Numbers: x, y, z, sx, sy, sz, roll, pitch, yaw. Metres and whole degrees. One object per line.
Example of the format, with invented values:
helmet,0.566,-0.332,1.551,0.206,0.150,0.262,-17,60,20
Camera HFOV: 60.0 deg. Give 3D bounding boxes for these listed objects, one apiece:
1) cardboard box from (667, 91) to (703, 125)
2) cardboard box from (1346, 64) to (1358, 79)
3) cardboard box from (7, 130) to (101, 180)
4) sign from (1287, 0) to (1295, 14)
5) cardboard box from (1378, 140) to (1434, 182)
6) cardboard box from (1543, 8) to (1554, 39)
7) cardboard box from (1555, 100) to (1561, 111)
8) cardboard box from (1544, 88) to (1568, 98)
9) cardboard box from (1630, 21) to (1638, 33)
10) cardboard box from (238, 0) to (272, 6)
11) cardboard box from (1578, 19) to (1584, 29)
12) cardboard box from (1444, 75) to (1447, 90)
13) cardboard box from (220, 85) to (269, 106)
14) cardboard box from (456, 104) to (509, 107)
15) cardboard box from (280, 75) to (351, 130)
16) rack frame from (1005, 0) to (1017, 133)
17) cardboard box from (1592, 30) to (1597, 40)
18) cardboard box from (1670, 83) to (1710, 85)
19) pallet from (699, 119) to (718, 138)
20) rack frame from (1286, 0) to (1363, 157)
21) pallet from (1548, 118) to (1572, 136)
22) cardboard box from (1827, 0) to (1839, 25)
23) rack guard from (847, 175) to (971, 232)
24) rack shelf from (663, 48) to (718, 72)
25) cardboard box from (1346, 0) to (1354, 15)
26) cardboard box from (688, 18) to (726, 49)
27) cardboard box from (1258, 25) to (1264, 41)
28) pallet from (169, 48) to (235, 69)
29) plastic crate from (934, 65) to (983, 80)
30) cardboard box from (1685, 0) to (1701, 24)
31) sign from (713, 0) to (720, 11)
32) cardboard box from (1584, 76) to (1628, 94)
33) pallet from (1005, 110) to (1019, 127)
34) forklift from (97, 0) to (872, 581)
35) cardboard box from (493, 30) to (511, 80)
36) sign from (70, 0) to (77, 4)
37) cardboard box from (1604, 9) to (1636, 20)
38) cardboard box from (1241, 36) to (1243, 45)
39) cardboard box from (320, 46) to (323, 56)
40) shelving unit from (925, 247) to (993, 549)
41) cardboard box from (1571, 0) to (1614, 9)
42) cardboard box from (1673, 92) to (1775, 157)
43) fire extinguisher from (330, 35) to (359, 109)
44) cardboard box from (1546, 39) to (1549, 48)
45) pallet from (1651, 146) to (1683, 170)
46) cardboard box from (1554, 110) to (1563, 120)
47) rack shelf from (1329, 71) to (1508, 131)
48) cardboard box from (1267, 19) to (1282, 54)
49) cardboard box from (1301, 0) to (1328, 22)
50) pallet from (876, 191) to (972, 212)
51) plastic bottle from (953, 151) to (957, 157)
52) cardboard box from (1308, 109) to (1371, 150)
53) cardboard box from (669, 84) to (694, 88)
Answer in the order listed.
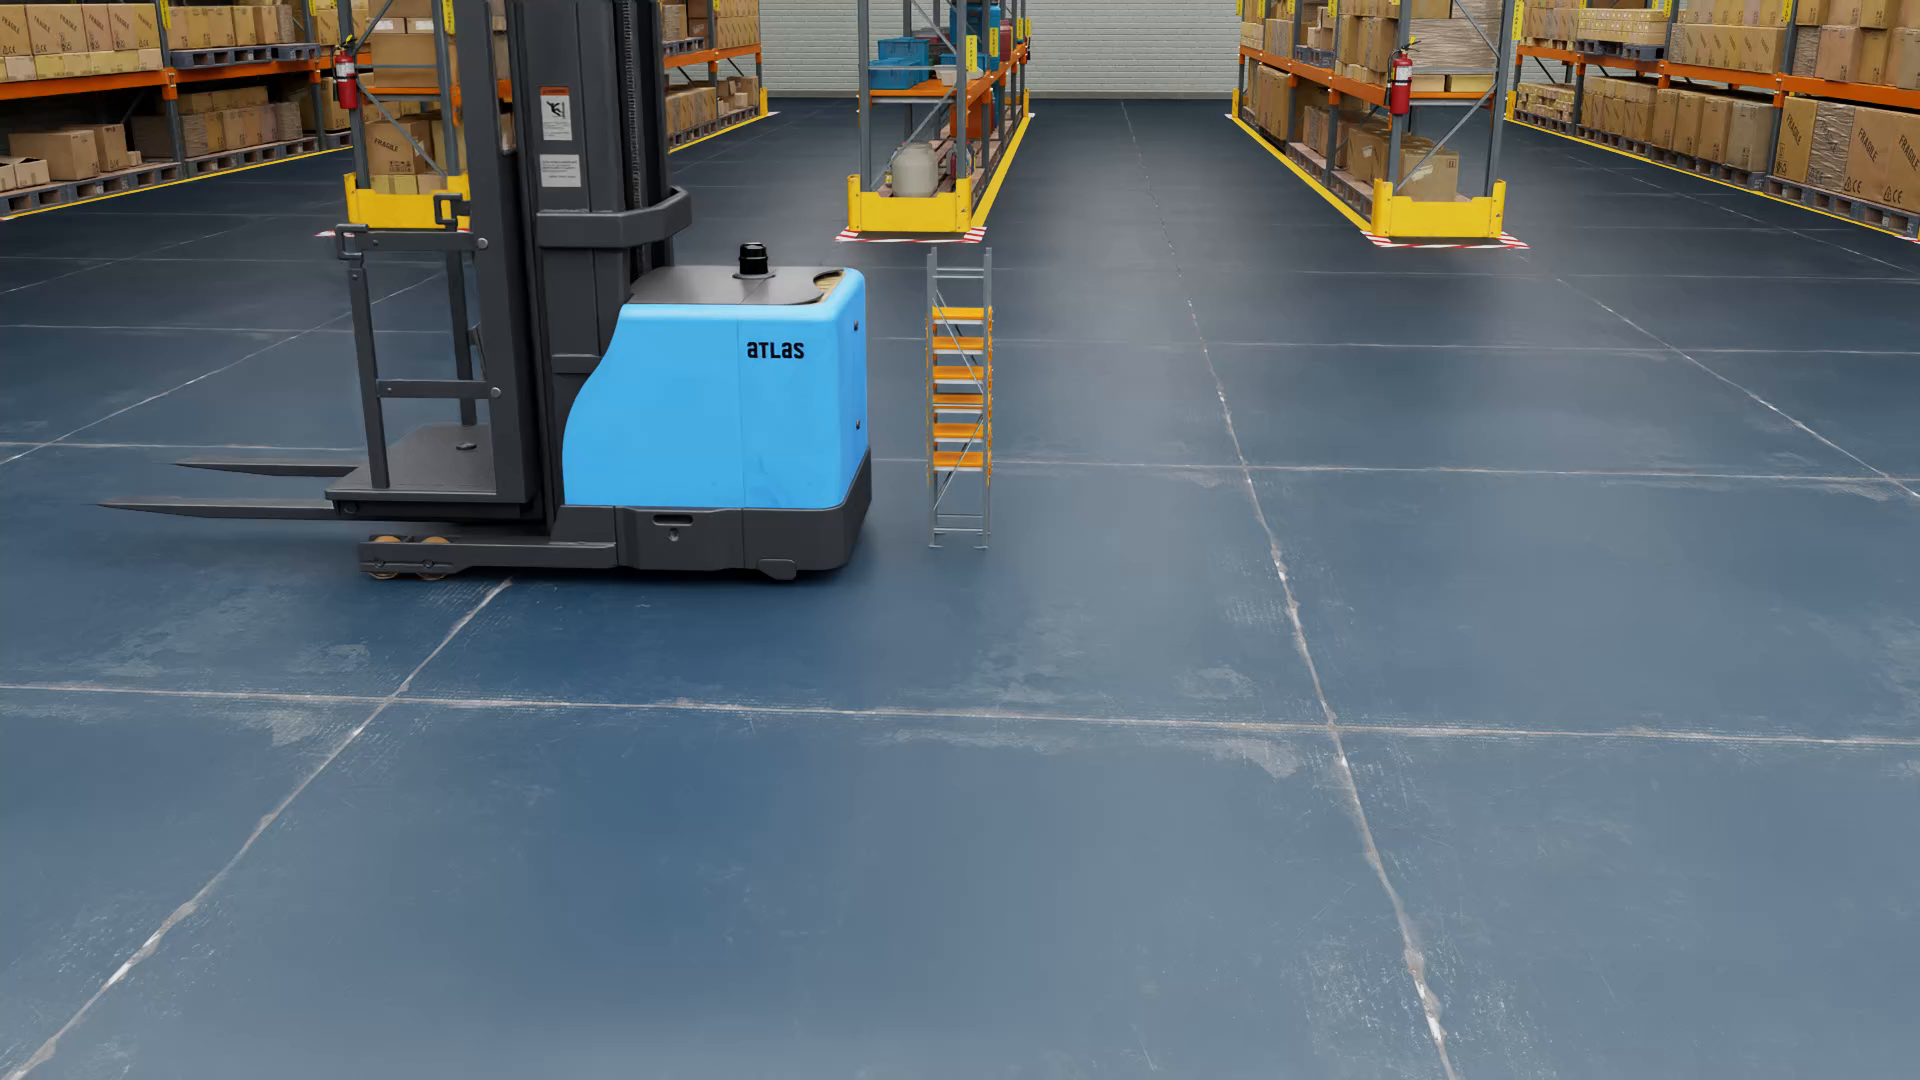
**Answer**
cardboard box,-4.352,-6.802,26.171,0.500,0.500,0.500,2,18,5
cardboard box,4.381,-5.053,17.929,0.380,0.149,0.250,1,18,4
cardboard box,-10.041,-4.269,18.443,0.700,0.500,0.500,0,18,0
sign,4.518,-7.346,22.665,0.100,0.325,0.005,1,18,4
cardboard box,4.632,-3.886,17.304,0.500,0.500,0.500,3,18,9
cardboard box,10.186,-8.706,28.036,0.500,0.500,0.500,1,18,2
cardboard box,10.013,-7.144,27.334,0.380,0.149,0.250,1,18,2
cardboard box,10.085,-7.535,28.051,0.380,0.149,0.250,1,18,2
cardboard box,9.627,-7.192,23.307,0.380,0.149,0.250,2,18,5
cardboard box,-9.753,-7.473,23.003,0.380,0.149,0.250,-2,18,-5
cardboard box,9.811,-7.994,25.754,0.380,0.149,0.250,2,18,5
cardboard box,4.794,-4.341,15.757,0.380,0.149,0.250,1,18,4
cardboard box,-9.853,-6.093,22.805,0.500,0.250,0.500,2,18,5
cardboard box,-5.469,-4.721,19.051,0.500,0.500,0.500,1,18,4
cardboard box,-9.566,-6.520,24.781,0.750,0.750,0.750,1,18,3
rack frame,0.418,-8.137,26.940,1.000,3.000,0.127,1,18,4
cardboard box,9.757,-7.611,25.063,0.380,0.149,0.250,1,18,4
cardboard box,10.339,-6.377,23.702,0.500,0.250,0.500,1,18,3
pallet,-4.543,-6.670,26.942,1.003,0.211,1.213,1,18,4
rack frame,5.072,-6.785,22.811,1.000,3.000,0.127,1,18,4
pallet,10.311,-6.769,27.242,1.003,0.211,1.213,1,18,4
cardboard box,9.741,-5.697,17.518,0.875,0.550,0.550,1,18,4
rack guard,-0.483,-3.247,16.030,1.175,0.500,0.348,1,18,4
rack shelf,-4.665,-7.286,25.497,1.077,0.370,4.000,1,18,4
cardboard box,4.465,-5.917,17.919,0.500,0.500,0.500,1,18,4
cardboard box,-4.214,-8.449,27.730,0.500,0.500,0.500,2,18,5
cardboard box,5.128,-8.240,27.016,0.500,0.250,0.500,1,18,3
pallet,-9.837,-6.017,20.776,1.003,0.211,1.213,1,18,4
plastic crate,-0.019,-5.017,17.842,0.530,0.136,0.437,1,18,4
cardboard box,9.970,-7.026,21.781,0.700,0.500,0.500,1,18,4
sign,-3.968,-8.788,27.066,0.100,0.325,0.005,1,18,4
cardboard box,9.982,-7.029,25.693,0.500,0.250,0.500,0,18,1
pallet,0.517,-7.421,29.233,1.003,0.211,1.213,1,18,4
forklift,-1.923,-1.399,6.485,3.031,2.935,1.130,1,18,3
cardboard box,-5.228,-5.195,17.800,0.700,0.500,0.500,2,18,6
sign,-10.591,-6.435,19.886,0.100,0.325,0.005,1,18,4
cardboard box,9.720,-7.734,24.482,0.380,0.149,0.250,2,18,6
cardboard box,5.291,-9.047,30.119,0.380,0.149,0.250,1,18,5
cardboard box,-9.495,-7.103,24.156,0.380,0.149,0.250,1,18,3
shelving unit,-0.001,-0.566,6.722,0.258,1.200,0.189,1,18,4
cardboard box,10.062,-8.701,26.415,0.500,0.500,0.500,1,18,2
cardboard box,9.819,-5.314,21.262,1.050,0.750,0.750,2,18,5
fire extinguisher,-5.854,-4.459,15.838,0.296,0.674,0.183,1,18,4
cardboard box,10.174,-8.429,28.232,0.380,0.149,0.250,2,18,6
pallet,9.880,-5.074,22.069,1.003,0.211,1.213,1,18,4
cardboard box,10.043,-7.021,27.438,0.380,0.149,0.250,1,18,2
rack shelf,4.642,-4.579,17.236,1.077,0.370,4.000,1,18,4
cardboard box,5.041,-7.781,25.691,0.500,0.500,0.500,1,18,4
cardboard box,5.140,-7.535,23.331,0.797,0.503,0.637,2,18,6
pallet,-0.420,-3.362,16.845,1.003,0.211,1.213,1,18,4
plastic bottle,-0.055,-4.199,18.576,0.061,0.283,0.133,1,18,4
cardboard box,5.017,-5.425,21.969,0.700,0.500,0.500,0,18,-1
cardboard box,-4.764,-7.454,28.161,0.500,0.500,0.500,1,18,4
